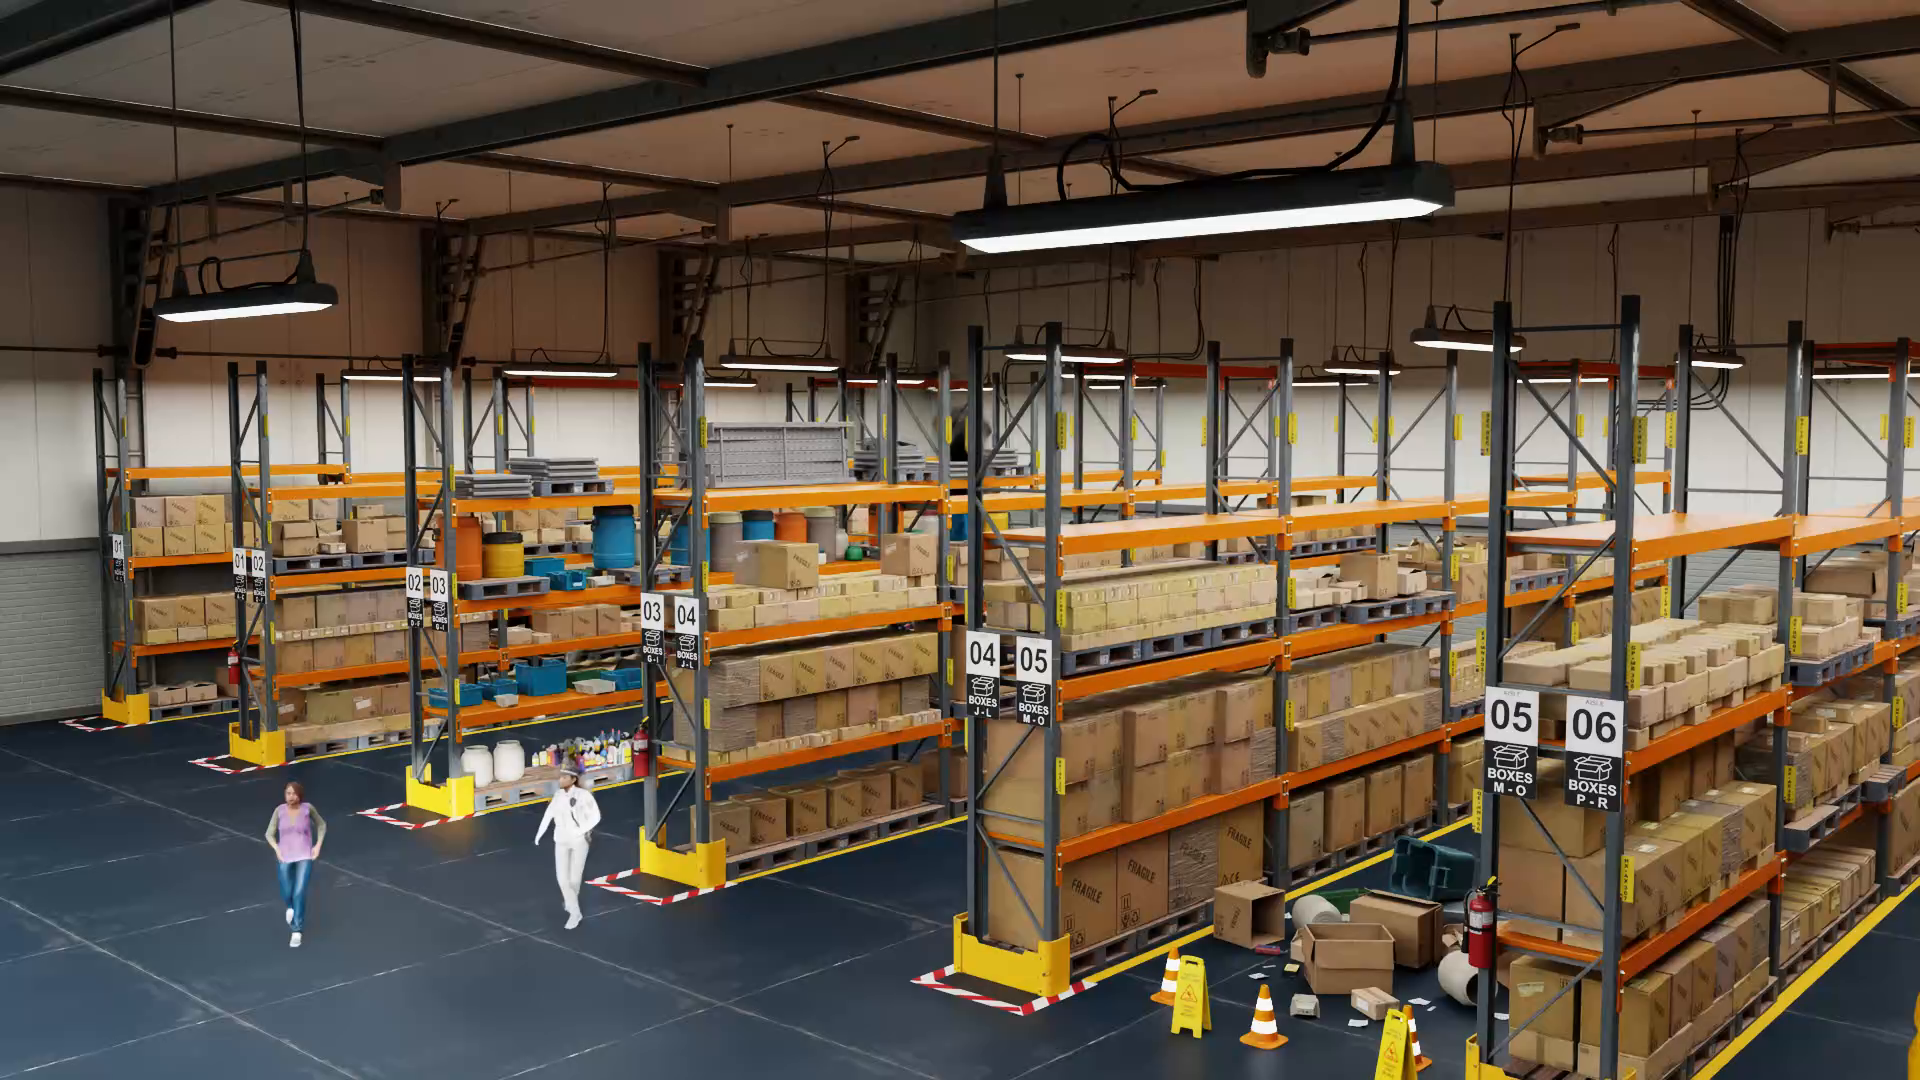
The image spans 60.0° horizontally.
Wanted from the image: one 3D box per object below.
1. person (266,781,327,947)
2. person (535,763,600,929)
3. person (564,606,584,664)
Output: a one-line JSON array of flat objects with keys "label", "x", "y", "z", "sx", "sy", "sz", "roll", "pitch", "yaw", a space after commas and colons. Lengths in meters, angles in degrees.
[{"label": "person", "x": -6.584, "y": 3.171, "z": 16.518, "sx": 0.566, "sy": 1.592, "sz": 0.670, "roll": -1, "pitch": 4, "yaw": -15}, {"label": "person", "x": -4.006, "y": 3.102, "z": 17.046, "sx": 0.701, "sy": 1.678, "sz": 0.511, "roll": 1, "pitch": 4, "yaw": 11}, {"label": "person", "x": -7.263, "y": 2.046, "z": 31.357, "sx": 0.561, "sy": 1.620, "sz": 0.534, "roll": 4, "pitch": 6, "yaw": 41}]
